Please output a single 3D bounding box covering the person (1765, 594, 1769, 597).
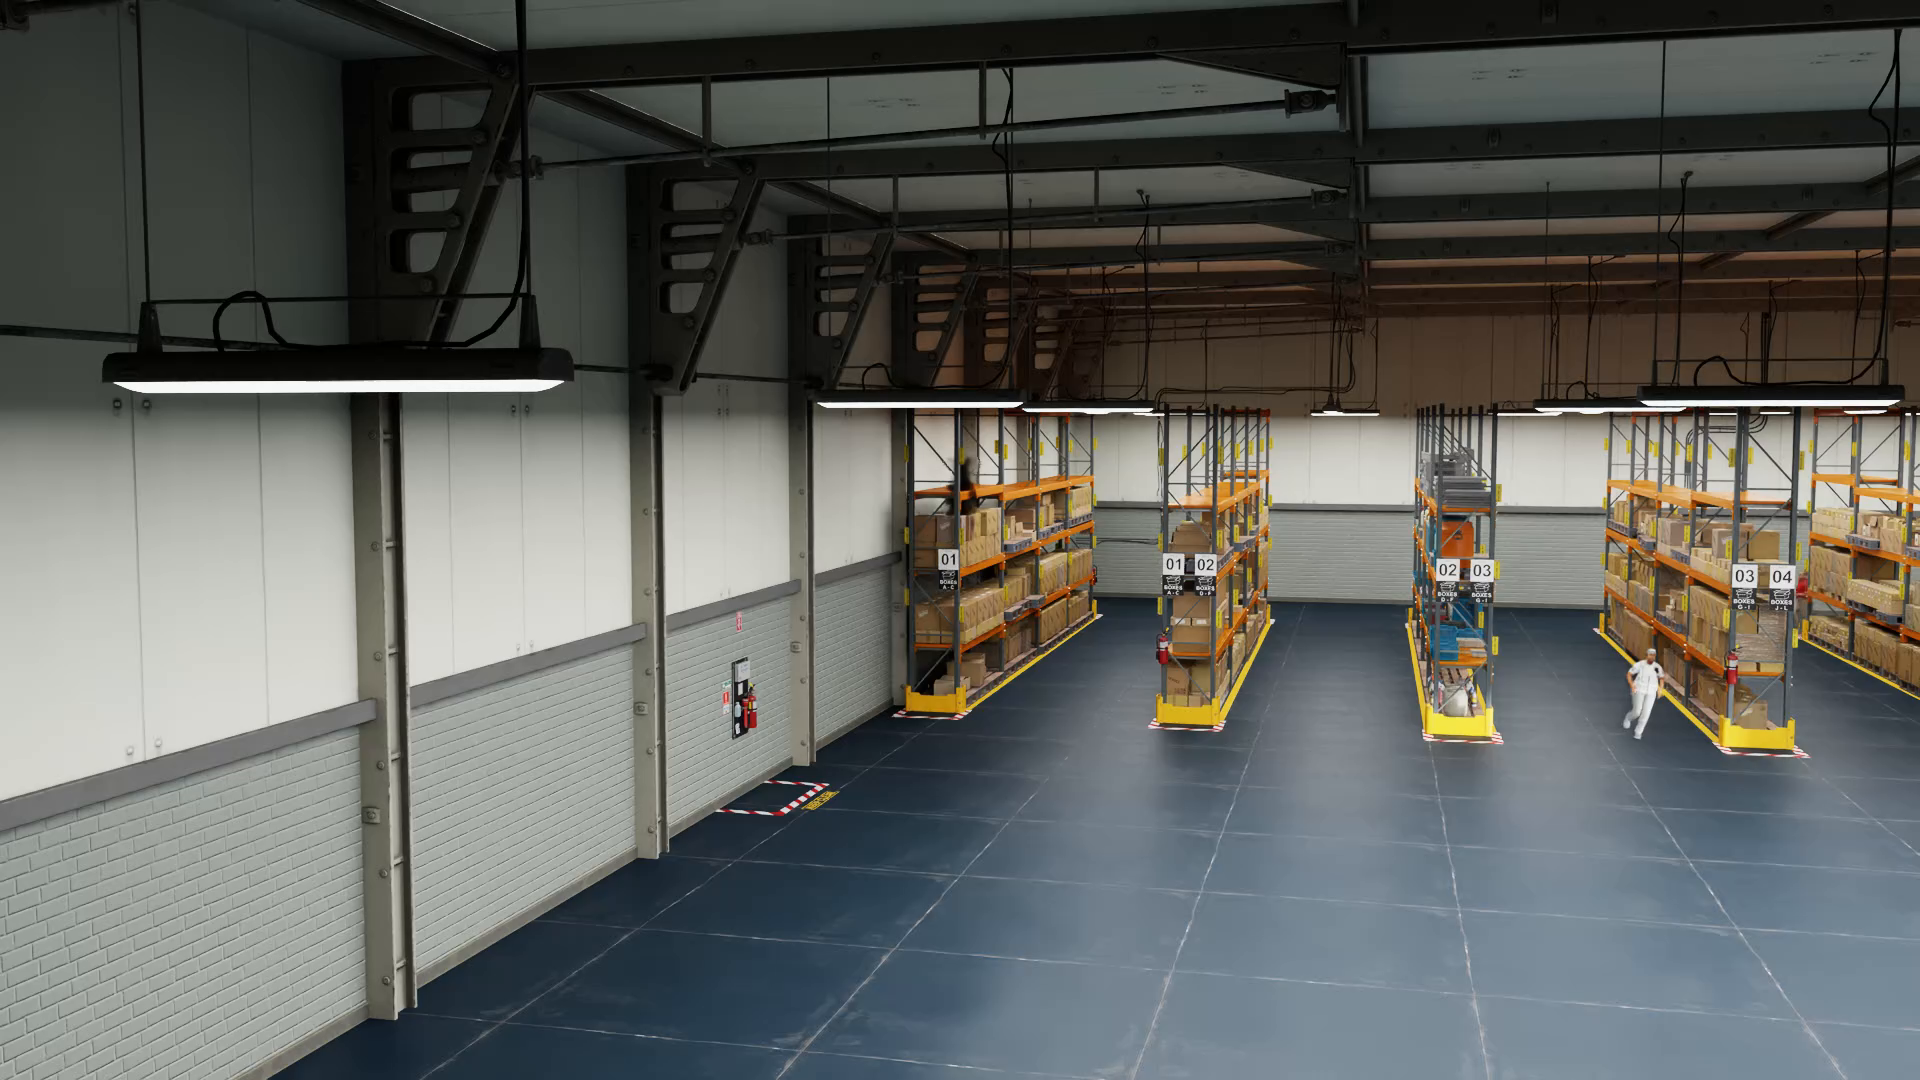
[{"bbox_3d":[19.406,2.021,40.162,0.615,1.621,1.009,0,4,3],"label":"person"}]

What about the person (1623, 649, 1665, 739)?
[{"bbox_3d":[12.354,2.746,29.933,0.664,1.601,0.654,0,4,6],"label":"person"}]

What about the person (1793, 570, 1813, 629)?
[{"bbox_3d":[22.397,1.680,44.195,0.792,1.764,0.659,0,4,0],"label":"person"}]
